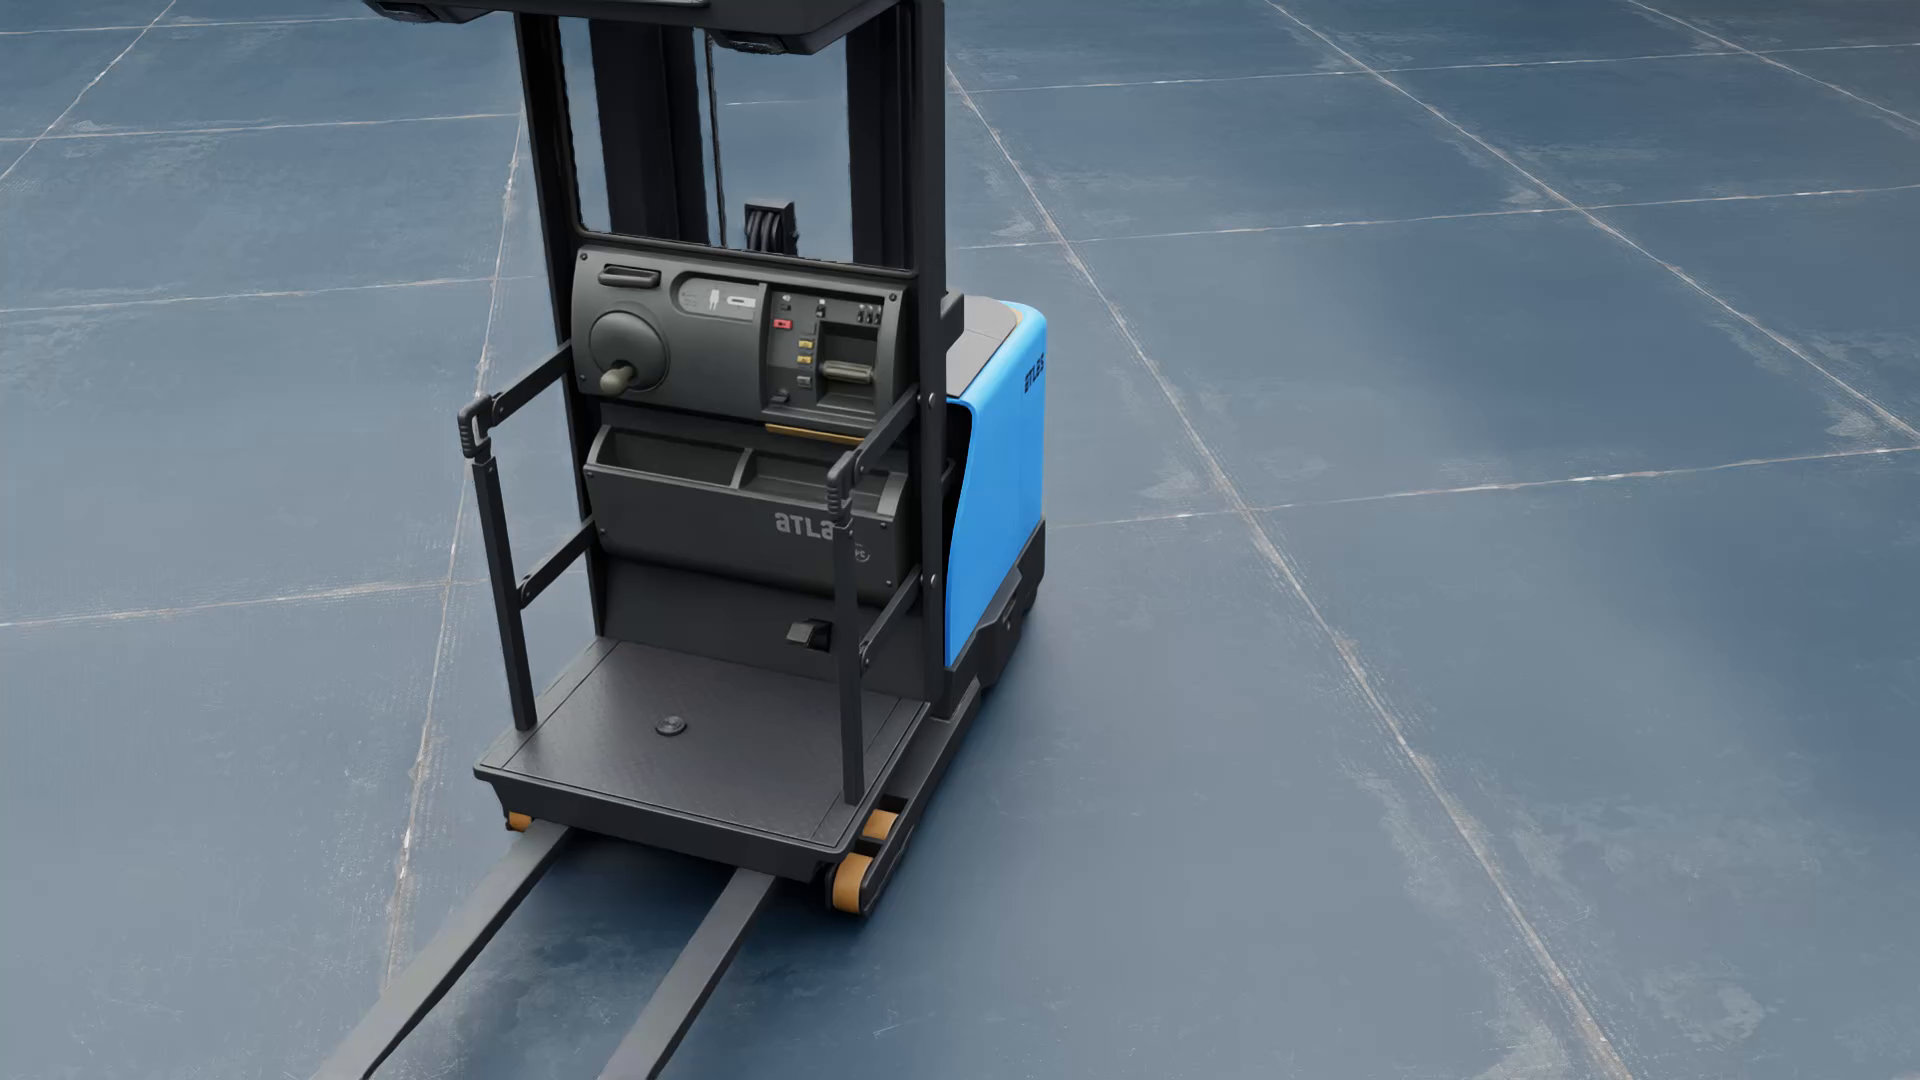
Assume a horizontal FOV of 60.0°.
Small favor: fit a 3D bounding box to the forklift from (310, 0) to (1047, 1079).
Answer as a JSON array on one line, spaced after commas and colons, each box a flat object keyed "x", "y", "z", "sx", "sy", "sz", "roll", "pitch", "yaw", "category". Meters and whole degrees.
[{"x": -0.660, "y": -0.479, "z": 4.173, "sx": 1.130, "sy": 2.935, "sz": 3.031, "roll": 10, "pitch": 32, "yaw": 16, "category": "forklift"}]
